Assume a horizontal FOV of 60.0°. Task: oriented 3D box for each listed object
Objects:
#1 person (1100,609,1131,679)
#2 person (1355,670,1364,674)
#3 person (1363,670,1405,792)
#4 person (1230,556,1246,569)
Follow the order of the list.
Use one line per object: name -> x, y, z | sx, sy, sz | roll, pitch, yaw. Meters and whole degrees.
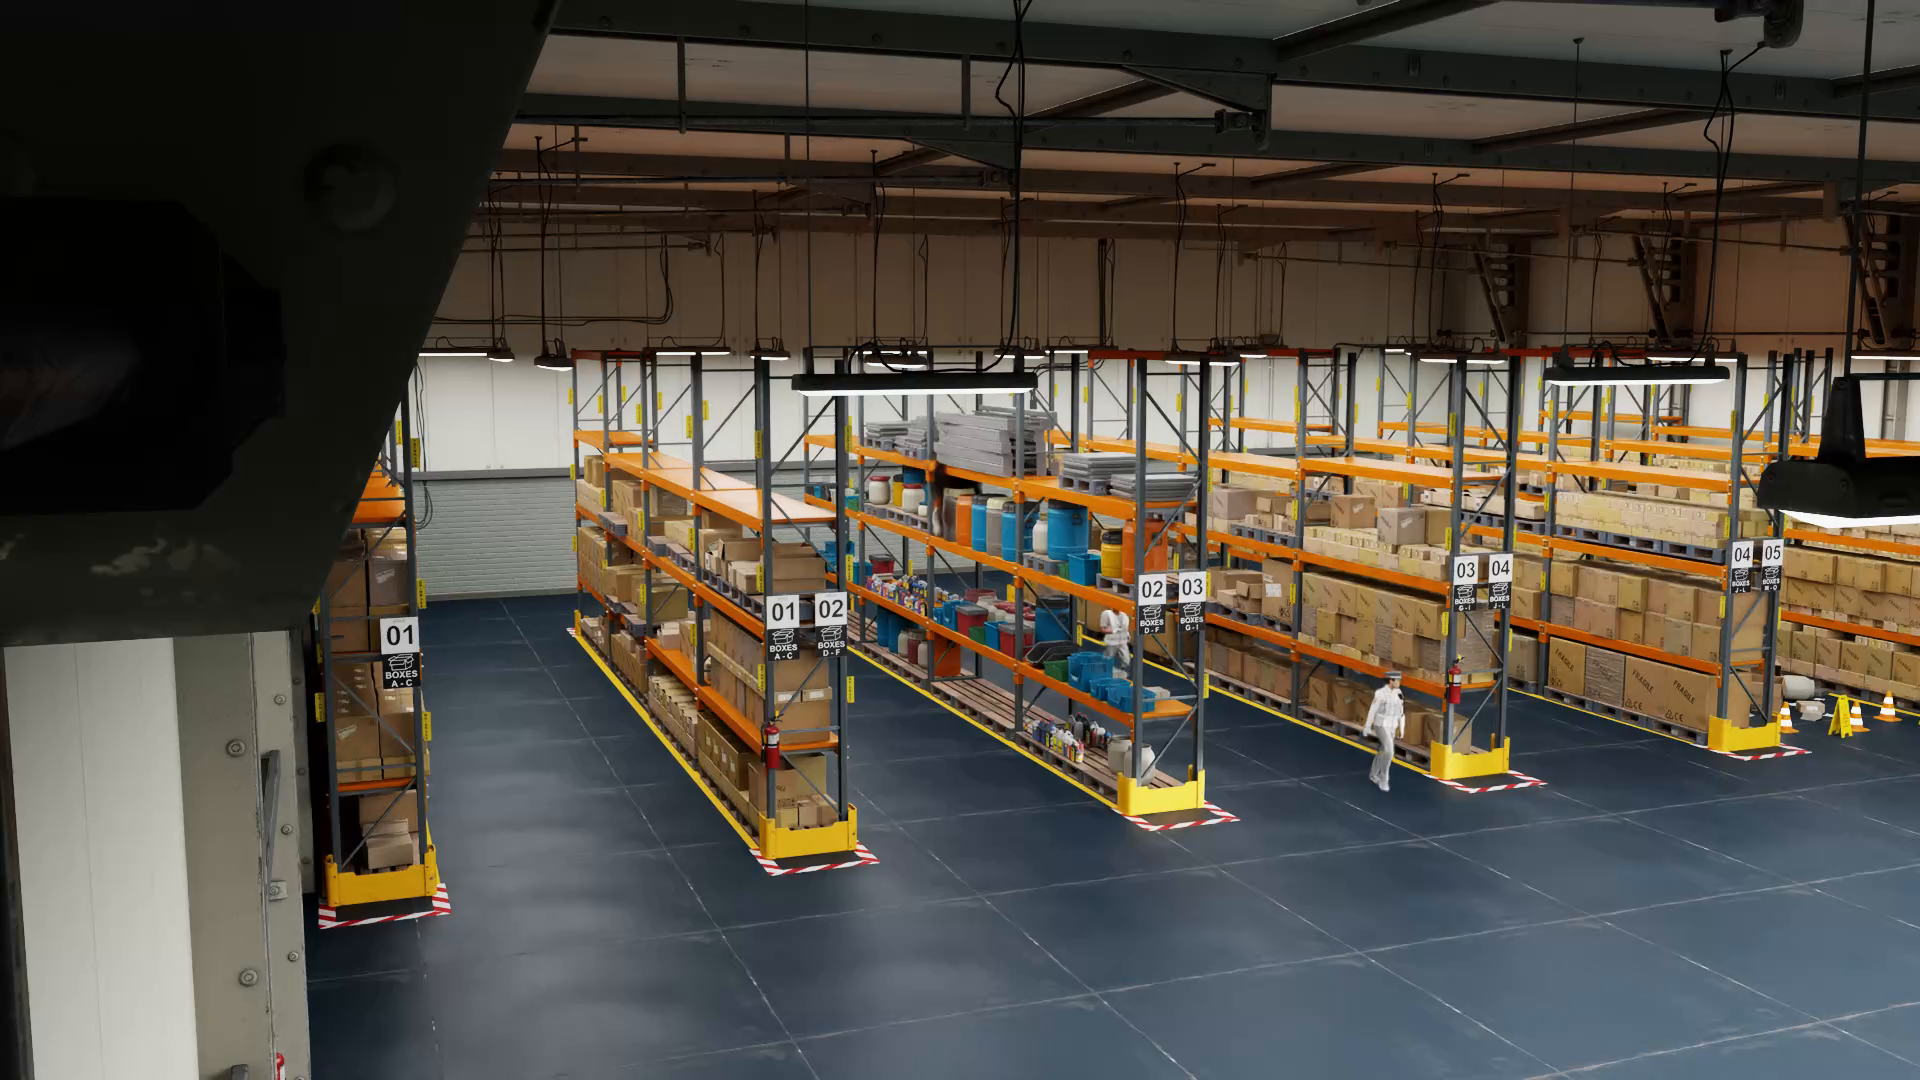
person -> 2.713, 1.847, 28.970 | 0.675, 1.842, 0.868 | -3, 8, -21
person -> 7.324, 1.667, 31.362 | 0.601, 1.635, 0.959 | -5, 9, -34
person -> 5.944, 2.641, 23.246 | 0.557, 1.687, 0.570 | -4, 8, -32
person -> 6.998, 0.394, 41.425 | 0.669, 1.682, 0.582 | 0, 7, -4
